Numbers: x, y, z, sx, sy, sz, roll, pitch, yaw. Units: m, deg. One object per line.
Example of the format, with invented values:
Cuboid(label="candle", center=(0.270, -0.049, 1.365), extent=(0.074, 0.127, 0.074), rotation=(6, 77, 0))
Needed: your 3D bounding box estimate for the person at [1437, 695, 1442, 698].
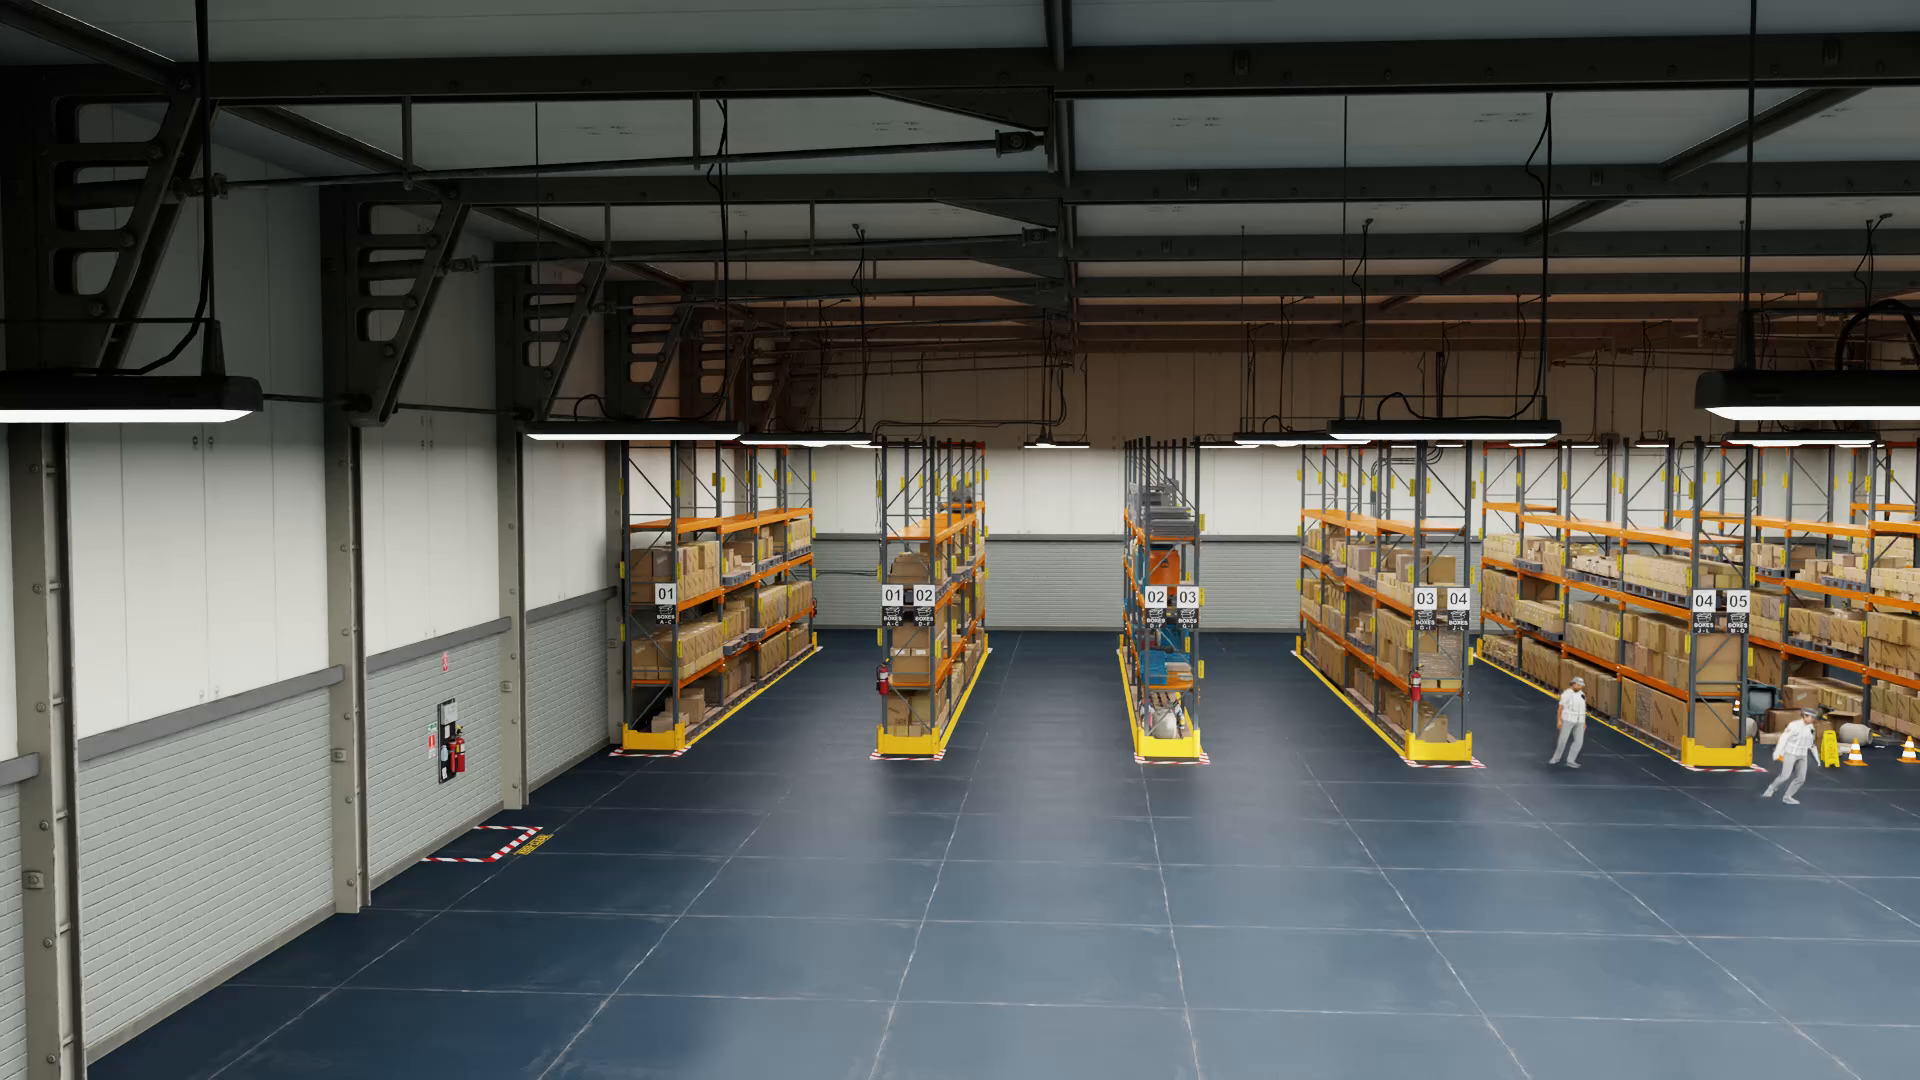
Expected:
Cuboid(label="person", center=(11.164, 2.902, 38.381), extent=(0.538, 1.544, 0.642), rotation=(1, 3, 17))

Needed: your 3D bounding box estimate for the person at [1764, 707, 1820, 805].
Cuboid(label="person", center=(13.494, 3.480, 26.930), extent=(0.736, 1.589, 0.631), rotation=(-1, 3, -13))

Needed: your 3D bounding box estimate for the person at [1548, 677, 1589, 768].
Cuboid(label="person", center=(11.020, 3.291, 30.117), extent=(0.618, 1.644, 0.512), rotation=(-1, 3, -13))
